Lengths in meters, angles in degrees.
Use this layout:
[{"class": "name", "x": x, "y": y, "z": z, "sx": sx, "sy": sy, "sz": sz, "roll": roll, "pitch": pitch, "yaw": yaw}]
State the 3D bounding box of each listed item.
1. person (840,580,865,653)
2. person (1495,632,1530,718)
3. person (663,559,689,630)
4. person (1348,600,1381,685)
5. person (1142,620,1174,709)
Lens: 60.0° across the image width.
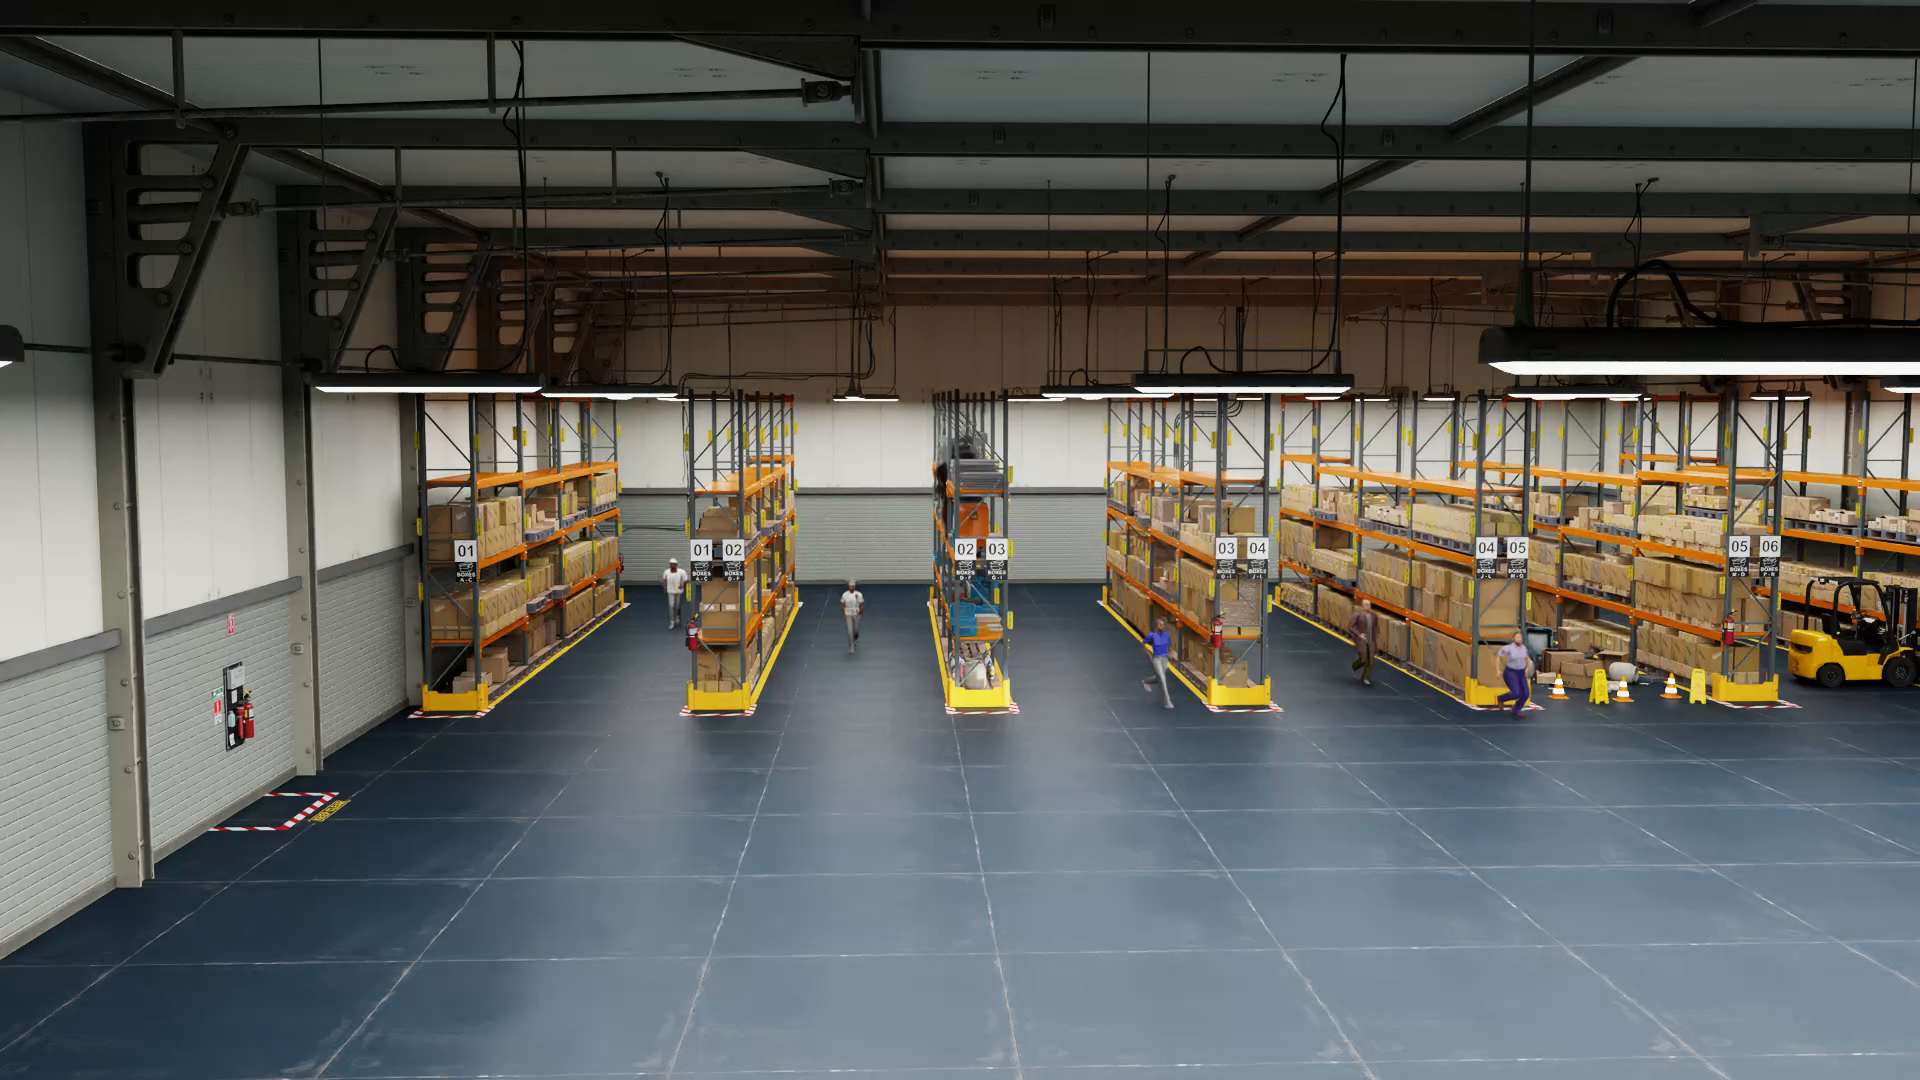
[{"class": "person", "x": -2.499, "y": 1.750, "z": 38.608, "sx": 0.590, "sy": 1.677, "sz": 0.743, "roll": 0, "pitch": 5, "yaw": -3}, {"class": "person", "x": 10.132, "y": 2.465, "z": 30.409, "sx": 0.686, "sy": 1.593, "sz": 0.535, "roll": -3, "pitch": 5, "yaw": -30}, {"class": "person", "x": -7.299, "y": 1.357, "z": 42.663, "sx": 0.685, "sy": 1.783, "sz": 0.849, "roll": 0, "pitch": 5, "yaw": -2}, {"class": "person", "x": 8.279, "y": 2.080, "z": 34.022, "sx": 0.702, "sy": 1.731, "sz": 0.673, "roll": -1, "pitch": 5, "yaw": -13}, {"class": "person", "x": 3.789, "y": 2.337, "z": 31.738, "sx": 0.538, "sy": 1.639, "sz": 1.113, "roll": -3, "pitch": 5, "yaw": -30}]
